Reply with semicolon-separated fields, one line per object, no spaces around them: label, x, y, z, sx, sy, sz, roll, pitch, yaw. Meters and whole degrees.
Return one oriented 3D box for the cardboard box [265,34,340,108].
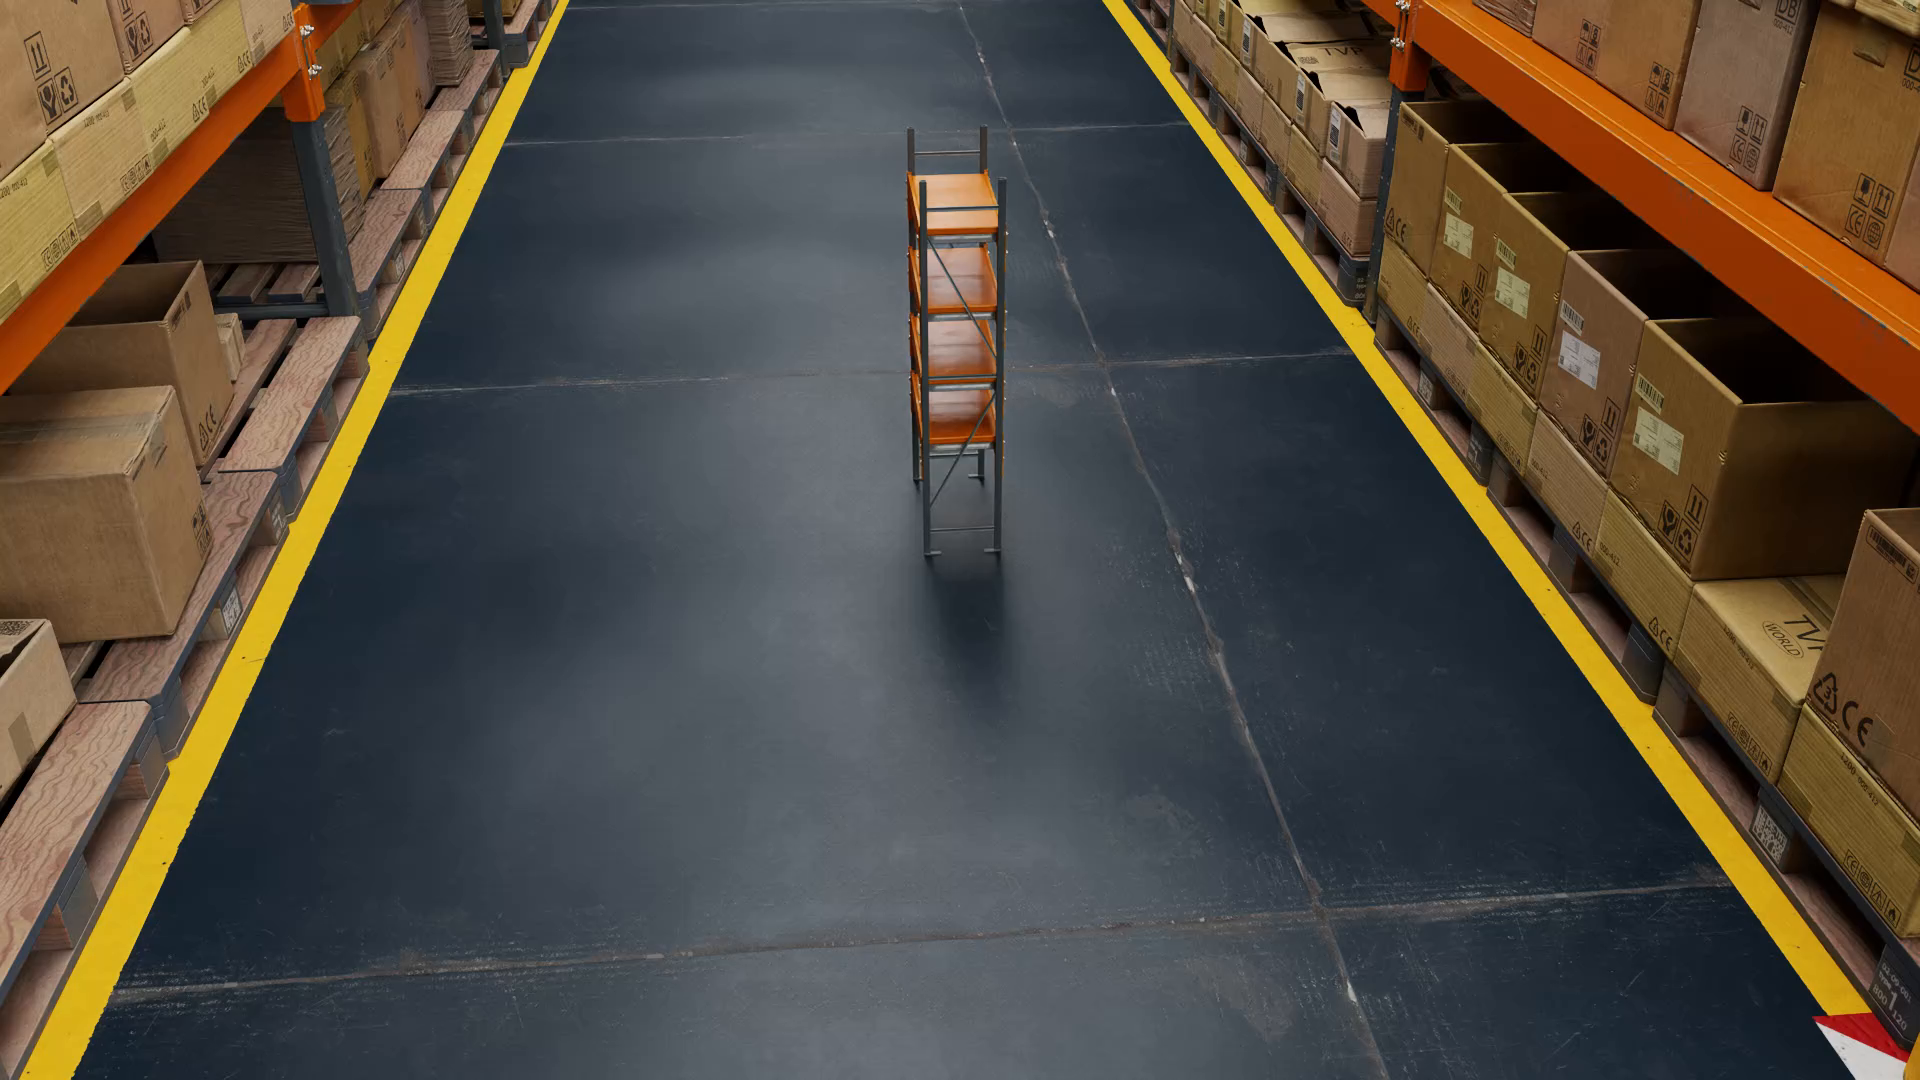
cardboard box;-2.919;-1.997;6.946;0.500;0.250;0.500;-3;31;-6

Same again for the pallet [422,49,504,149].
pallet;-3.091;-2.406;9.072;1.003;0.211;1.213;-3;31;-5

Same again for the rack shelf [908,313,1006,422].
rack shelf;-0.015;-0.542;5.118;0.258;0.148;0.480;-3;31;-5

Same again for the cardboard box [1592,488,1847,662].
cardboard box;2.065;0.074;4.473;0.500;0.250;0.500;-3;31;-5

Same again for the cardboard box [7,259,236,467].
cardboard box;-2.652;-0.548;5.250;0.500;0.500;0.500;-5;31;-8

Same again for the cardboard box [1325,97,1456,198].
cardboard box;1.819;-1.633;6.783;0.500;0.311;0.500;-3;31;-5

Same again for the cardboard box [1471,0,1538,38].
cardboard box;2.190;-2.016;5.602;0.700;0.500;0.500;-4;31;-6

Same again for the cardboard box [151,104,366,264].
cardboard box;-2.874;-1.450;6.762;0.700;0.500;0.500;-2;31;-3

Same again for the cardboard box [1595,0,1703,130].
cardboard box;2.289;-1.490;4.722;0.700;0.500;0.500;-2;31;-4

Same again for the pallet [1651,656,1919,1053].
pallet;2.403;0.652;3.953;1.003;0.211;1.213;-3;31;-5

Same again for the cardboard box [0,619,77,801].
cardboard box;-2.444;0.399;3.849;0.500;0.311;0.500;0;31;0

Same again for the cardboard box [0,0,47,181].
cardboard box;-2.239;-0.959;3.325;0.500;0.500;0.500;-4;31;-6

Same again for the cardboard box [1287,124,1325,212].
cardboard box;1.770;-1.655;7.367;0.500;0.250;0.500;-3;31;-5

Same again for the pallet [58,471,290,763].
pallet;-2.574;0.203;4.704;1.003;0.211;1.213;-3;31;-5

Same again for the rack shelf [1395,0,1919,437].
rack shelf;2.330;-0.869;4.481;1.077;0.370;4.000;-3;31;-5

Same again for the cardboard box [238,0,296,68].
cardboard box;-2.443;-1.677;5.259;0.500;0.250;0.500;-3;31;-4

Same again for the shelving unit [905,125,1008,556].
shelving unit;-0.015;-0.600;5.084;0.258;1.200;0.503;-3;31;-5

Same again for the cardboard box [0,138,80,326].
cardboard box;-2.249;-0.651;3.541;0.500;0.250;0.500;-3;31;-5

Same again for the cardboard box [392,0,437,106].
cardboard box;-3.111;-2.484;8.492;0.700;0.500;0.500;-3;31;-5

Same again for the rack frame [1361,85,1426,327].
rack frame;2.143;-2.199;6.006;1.000;3.000;0.127;-3;31;-5

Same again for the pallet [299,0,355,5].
pallet;-2.716;-2.275;6.320;1.003;0.211;1.213;-3;31;-5

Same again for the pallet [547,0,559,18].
pallet;-3.272;-3.832;11.460;1.003;0.211;1.213;-3;31;-5

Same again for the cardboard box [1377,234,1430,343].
cardboard box;1.884;-0.948;6.183;0.500;0.250;0.500;-3;31;-5

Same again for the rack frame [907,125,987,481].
rack frame;-0.038;-0.724;5.292;0.240;1.200;0.015;-3;31;-5

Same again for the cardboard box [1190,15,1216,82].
cardboard box;1.573;-2.703;9.122;0.500;0.250;0.500;-4;31;-6

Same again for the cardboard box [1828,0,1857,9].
cardboard box;2.169;-1.325;3.813;0.380;0.149;0.250;-2;31;-3

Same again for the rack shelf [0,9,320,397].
rack shelf;-2.602;-0.630;4.081;1.077;0.370;4.000;-3;31;-5

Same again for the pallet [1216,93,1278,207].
pallet;1.918;-2.000;8.393;1.003;0.211;1.213;-3;31;-5

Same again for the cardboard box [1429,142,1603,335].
cardboard box;1.929;-1.014;5.563;0.500;0.500;0.500;-3;31;-5

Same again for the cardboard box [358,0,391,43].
cardboard box;-3.000;-2.518;7.818;0.500;0.250;0.500;-3;31;-5

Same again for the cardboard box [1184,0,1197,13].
cardboard box;1.525;-3.200;9.408;0.500;0.311;0.500;-2;31;-3

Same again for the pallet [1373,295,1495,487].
pallet;2.175;-0.594;6.038;1.003;0.211;1.213;-3;31;-5

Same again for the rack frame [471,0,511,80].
rack frame;-3.163;-4.002;9.025;1.000;3.000;0.127;-3;31;-5

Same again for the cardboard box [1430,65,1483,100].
cardboard box;2.311;-1.918;7.261;0.500;0.311;0.500;-3;31;-5

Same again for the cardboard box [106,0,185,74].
cardboard box;-2.348;-1.487;4.210;0.500;0.500;0.500;-4;31;-6

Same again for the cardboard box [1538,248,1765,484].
cardboard box;2.017;-0.503;4.708;0.500;0.500;0.500;-3;31;-5

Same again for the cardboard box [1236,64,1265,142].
cardboard box;1.675;-2.176;8.240;0.500;0.250;0.500;-2;31;-4

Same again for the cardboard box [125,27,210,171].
cardboard box;-2.342;-1.166;4.403;0.500;0.250;0.500;-3;31;-5

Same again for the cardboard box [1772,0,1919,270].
cardboard box;2.391;-0.960;3.835;0.700;0.500;0.500;-3;31;-4

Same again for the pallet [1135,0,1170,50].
pallet;1.737;-3.427;10.782;1.003;0.211;1.213;-3;31;-5

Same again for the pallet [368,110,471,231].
pallet;-2.980;-1.784;8.031;1.003;0.211;1.213;-3;31;-5

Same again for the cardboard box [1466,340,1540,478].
cardboard box;1.967;-0.436;5.327;0.500;0.250;0.500;-3;31;-5

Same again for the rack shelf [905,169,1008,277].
rack shelf;-0.015;-0.937;4.882;0.258;0.148;0.480;-3;31;-5

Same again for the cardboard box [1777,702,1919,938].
cardboard box;2.172;0.584;3.619;0.500;0.250;0.500;-3;31;-5

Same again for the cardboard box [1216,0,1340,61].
cardboard box;1.628;-2.672;8.523;0.500;0.311;0.500;-4;31;-6

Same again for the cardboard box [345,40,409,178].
cardboard box;-2.980;-1.974;7.639;0.700;0.500;0.500;-2;31;-4

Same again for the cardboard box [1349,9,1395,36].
cardboard box;2.207;-2.447;8.147;0.500;0.311;0.500;-2;31;-3

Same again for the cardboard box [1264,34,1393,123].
cardboard box;1.720;-2.153;7.654;0.500;0.311;0.500;-3;31;-5

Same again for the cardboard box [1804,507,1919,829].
cardboard box;2.170;0.262;3.427;0.500;0.500;0.500;-3;31;-5
